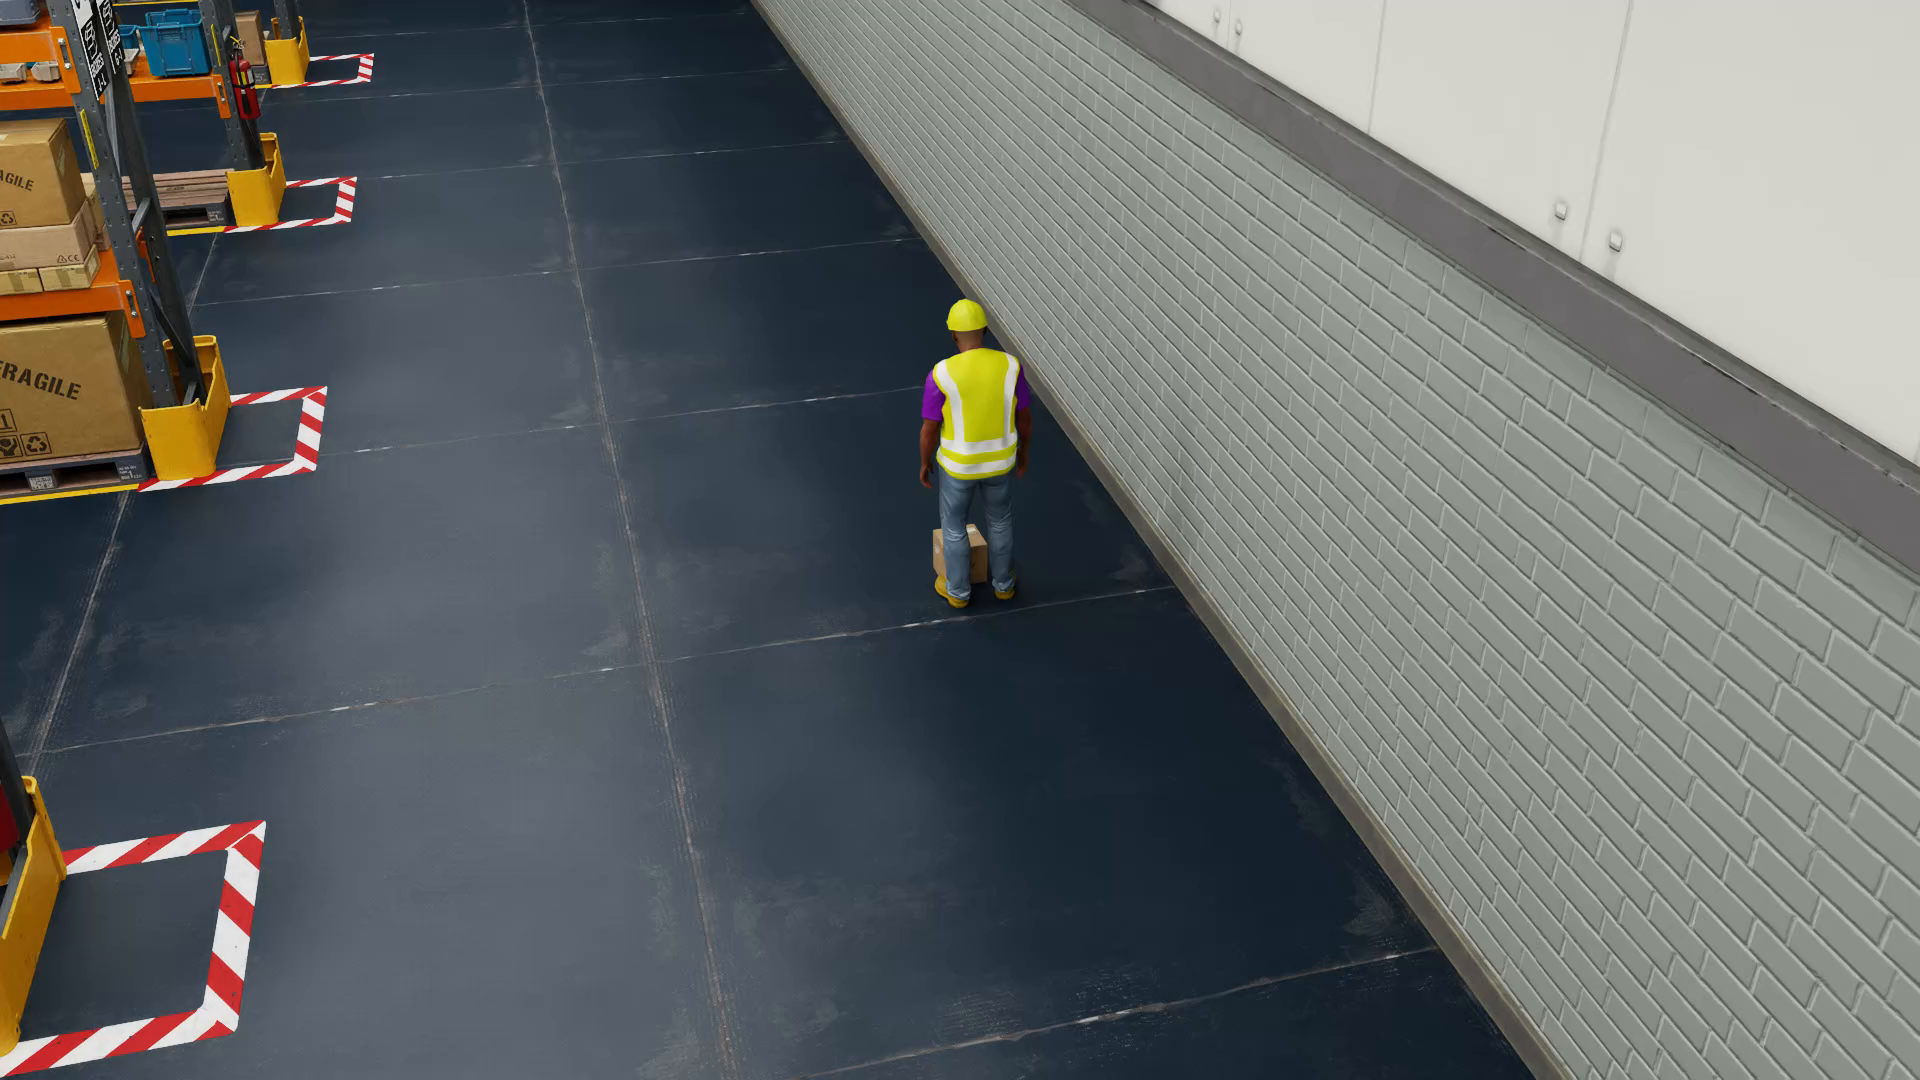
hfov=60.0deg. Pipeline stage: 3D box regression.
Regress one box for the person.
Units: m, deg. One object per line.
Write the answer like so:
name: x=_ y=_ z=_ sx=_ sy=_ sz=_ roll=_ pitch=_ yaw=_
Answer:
person: x=0.079 y=-0.453 z=9.004 sx=0.626 sy=1.760 sz=0.461 roll=-8 pitch=31 yaw=-14
